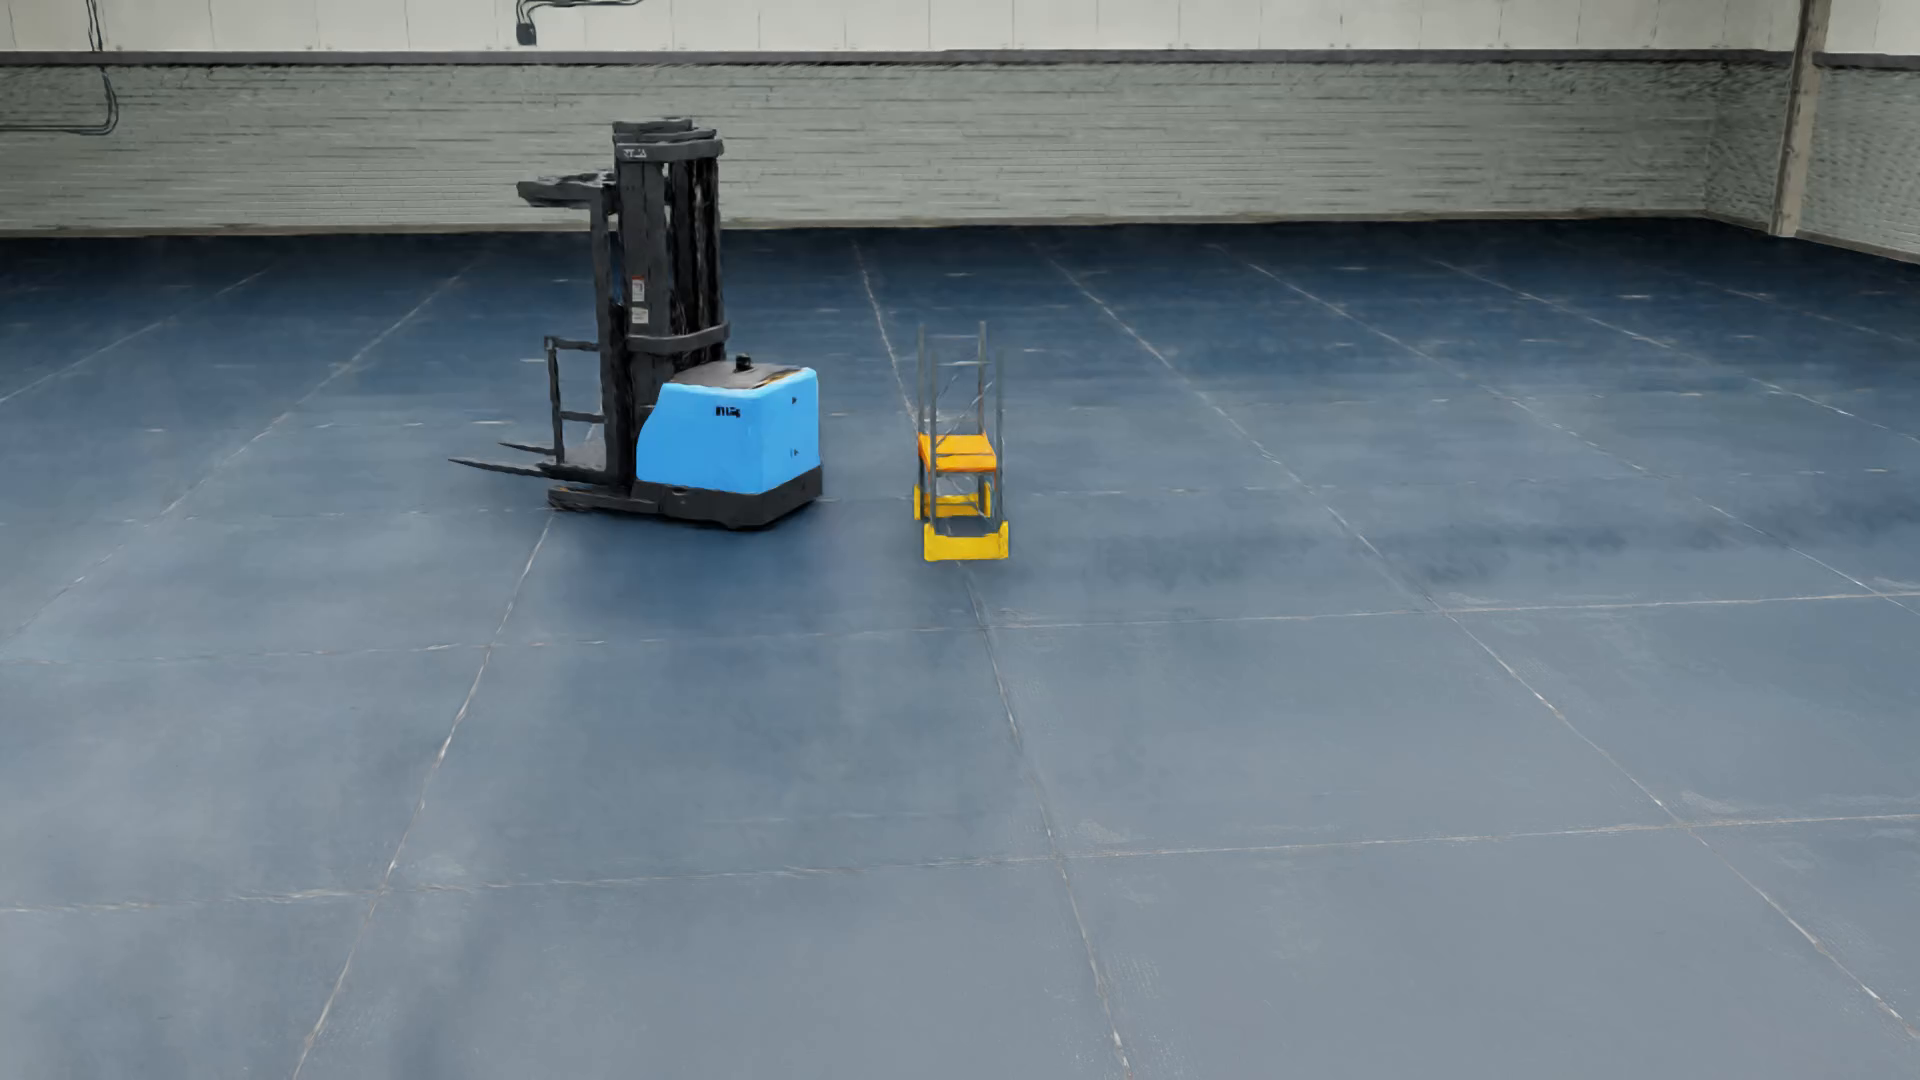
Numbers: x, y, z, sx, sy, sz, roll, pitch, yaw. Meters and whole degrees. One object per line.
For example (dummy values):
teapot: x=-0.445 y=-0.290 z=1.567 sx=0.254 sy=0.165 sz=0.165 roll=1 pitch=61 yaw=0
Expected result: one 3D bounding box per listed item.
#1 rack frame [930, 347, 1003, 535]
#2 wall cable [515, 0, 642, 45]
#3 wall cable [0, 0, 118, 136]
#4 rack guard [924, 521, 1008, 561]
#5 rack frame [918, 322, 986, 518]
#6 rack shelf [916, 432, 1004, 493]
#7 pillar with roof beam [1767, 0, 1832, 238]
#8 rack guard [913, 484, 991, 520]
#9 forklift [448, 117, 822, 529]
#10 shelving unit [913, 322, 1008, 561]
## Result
rack frame: x=0.044 y=-0.590 z=11.551 sx=0.500 sy=1.500 sz=0.032 roll=-2 pitch=18 yaw=-6
wall cable: x=-6.498 y=-11.459 z=27.977 sx=2.305 sy=6.003 sz=0.169 roll=-2 pitch=18 yaw=-6
wall cable: x=-15.942 y=-8.067 z=28.033 sx=3.097 sy=2.526 sz=0.112 roll=-2 pitch=18 yaw=-6
rack guard: x=0.044 y=0.006 z=11.739 sx=0.587 sy=0.250 sz=0.087 roll=-2 pitch=18 yaw=-6
rack frame: x=-0.061 y=-0.892 z=12.516 sx=0.500 sy=1.500 sz=0.032 roll=-2 pitch=18 yaw=-6
rack shelf: x=-0.009 y=-0.569 z=12.087 sx=0.538 sy=0.185 sz=1.000 roll=-2 pitch=18 yaw=-6
pillar with roof beam: x=10.096 y=-9.470 z=27.318 sx=9.100 sy=9.000 sz=0.400 roll=-2 pitch=18 yaw=-6
rack guard: x=-0.059 y=-0.290 z=12.685 sx=0.587 sy=0.250 sz=0.087 roll=-2 pitch=18 yaw=-6
forklift: x=-2.648 y=-1.750 z=12.859 sx=3.031 sy=2.935 sz=1.130 roll=8 pitch=19 yaw=23
shelving unit: x=-0.008 y=-0.738 z=12.025 sx=0.587 sy=1.500 sz=1.083 roll=-2 pitch=18 yaw=-6
